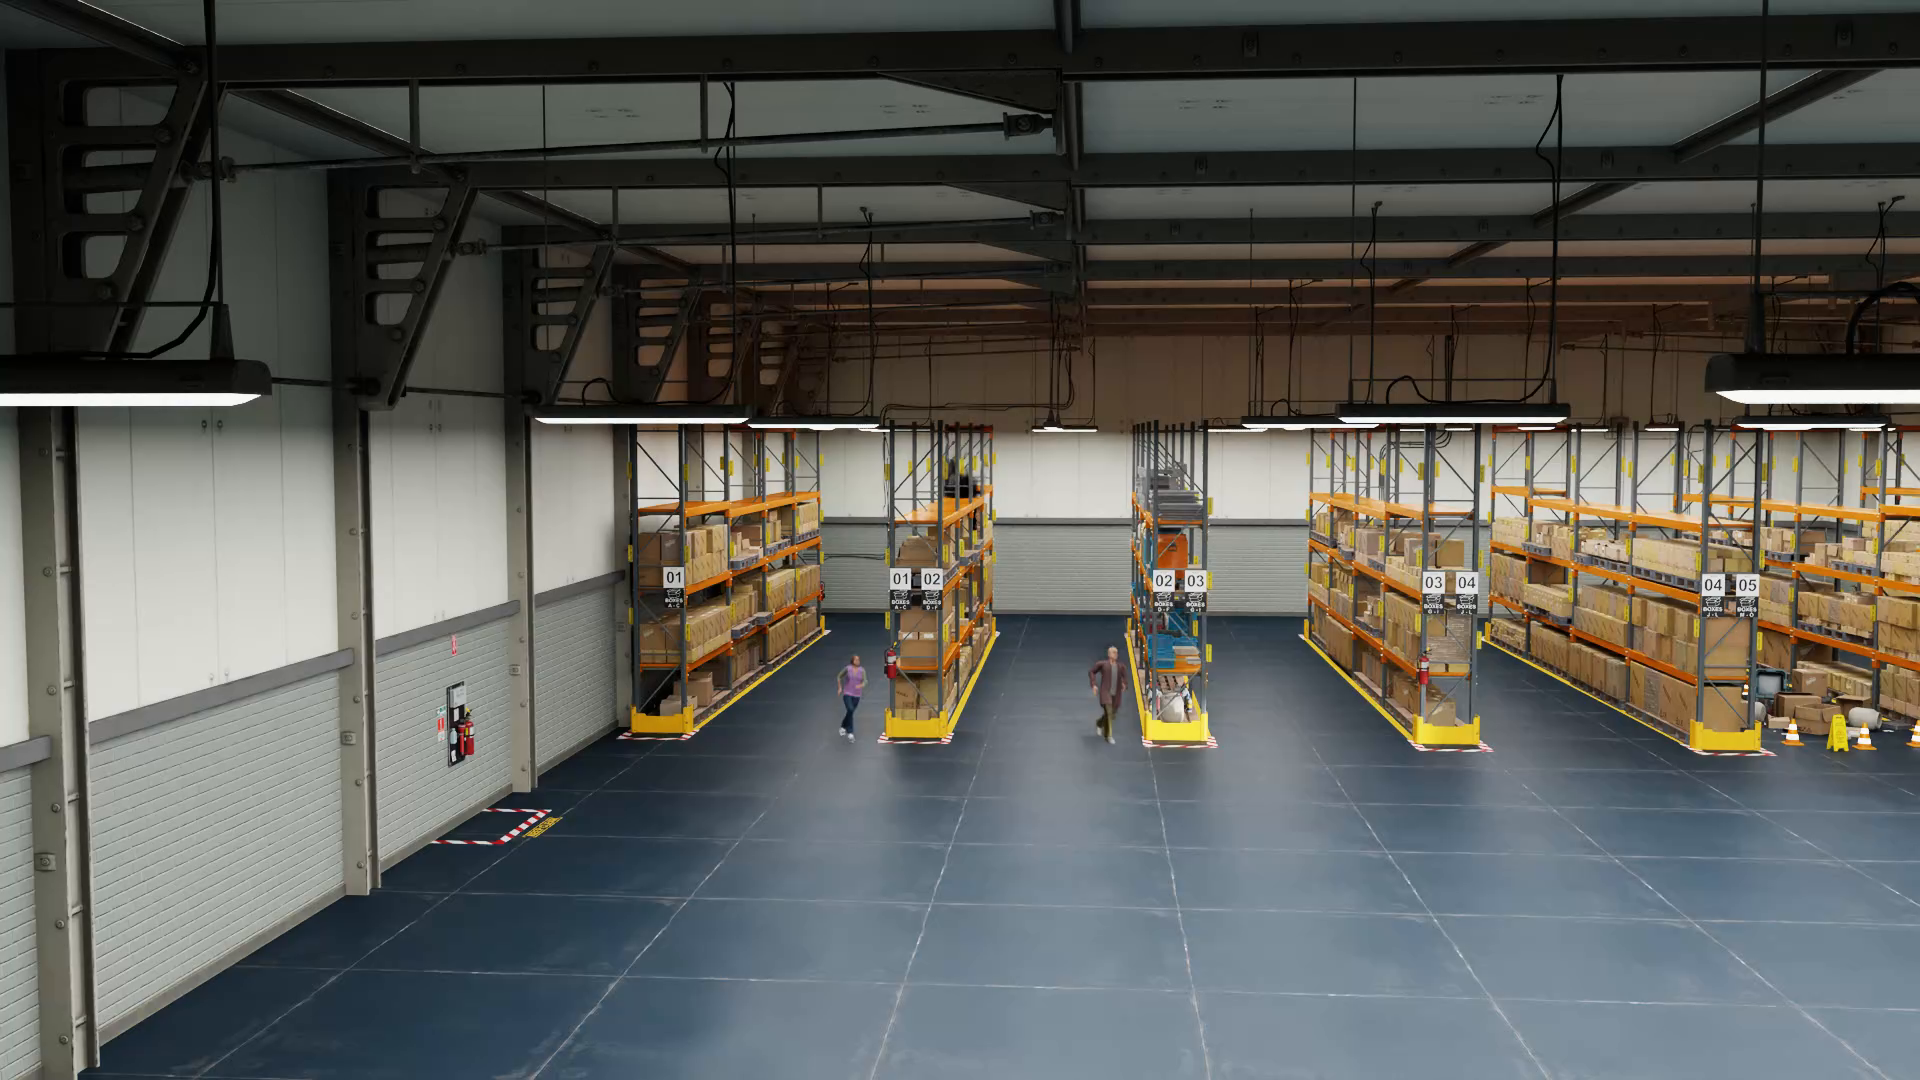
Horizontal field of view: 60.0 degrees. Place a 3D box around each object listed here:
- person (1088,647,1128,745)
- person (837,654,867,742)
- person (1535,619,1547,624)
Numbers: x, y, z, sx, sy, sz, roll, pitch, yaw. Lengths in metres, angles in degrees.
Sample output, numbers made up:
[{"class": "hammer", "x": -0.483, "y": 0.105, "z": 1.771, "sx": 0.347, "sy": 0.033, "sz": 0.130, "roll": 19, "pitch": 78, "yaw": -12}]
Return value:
[{"class": "person", "x": 2.819, "y": 2.893, "z": 31.068, "sx": 0.749, "sy": 1.766, "sz": 0.874, "roll": -1, "pitch": 4, "yaw": -19}, {"class": "person", "x": -1.999, "y": 2.940, "z": 31.237, "sx": 0.536, "sy": 1.584, "sz": 0.791, "roll": -1, "pitch": 4, "yaw": -20}, {"class": "person", "x": 16.363, "y": 1.969, "z": 46.939, "sx": 0.675, "sy": 1.731, "sz": 0.591, "roll": -3, "pitch": 4, "yaw": -36}]
